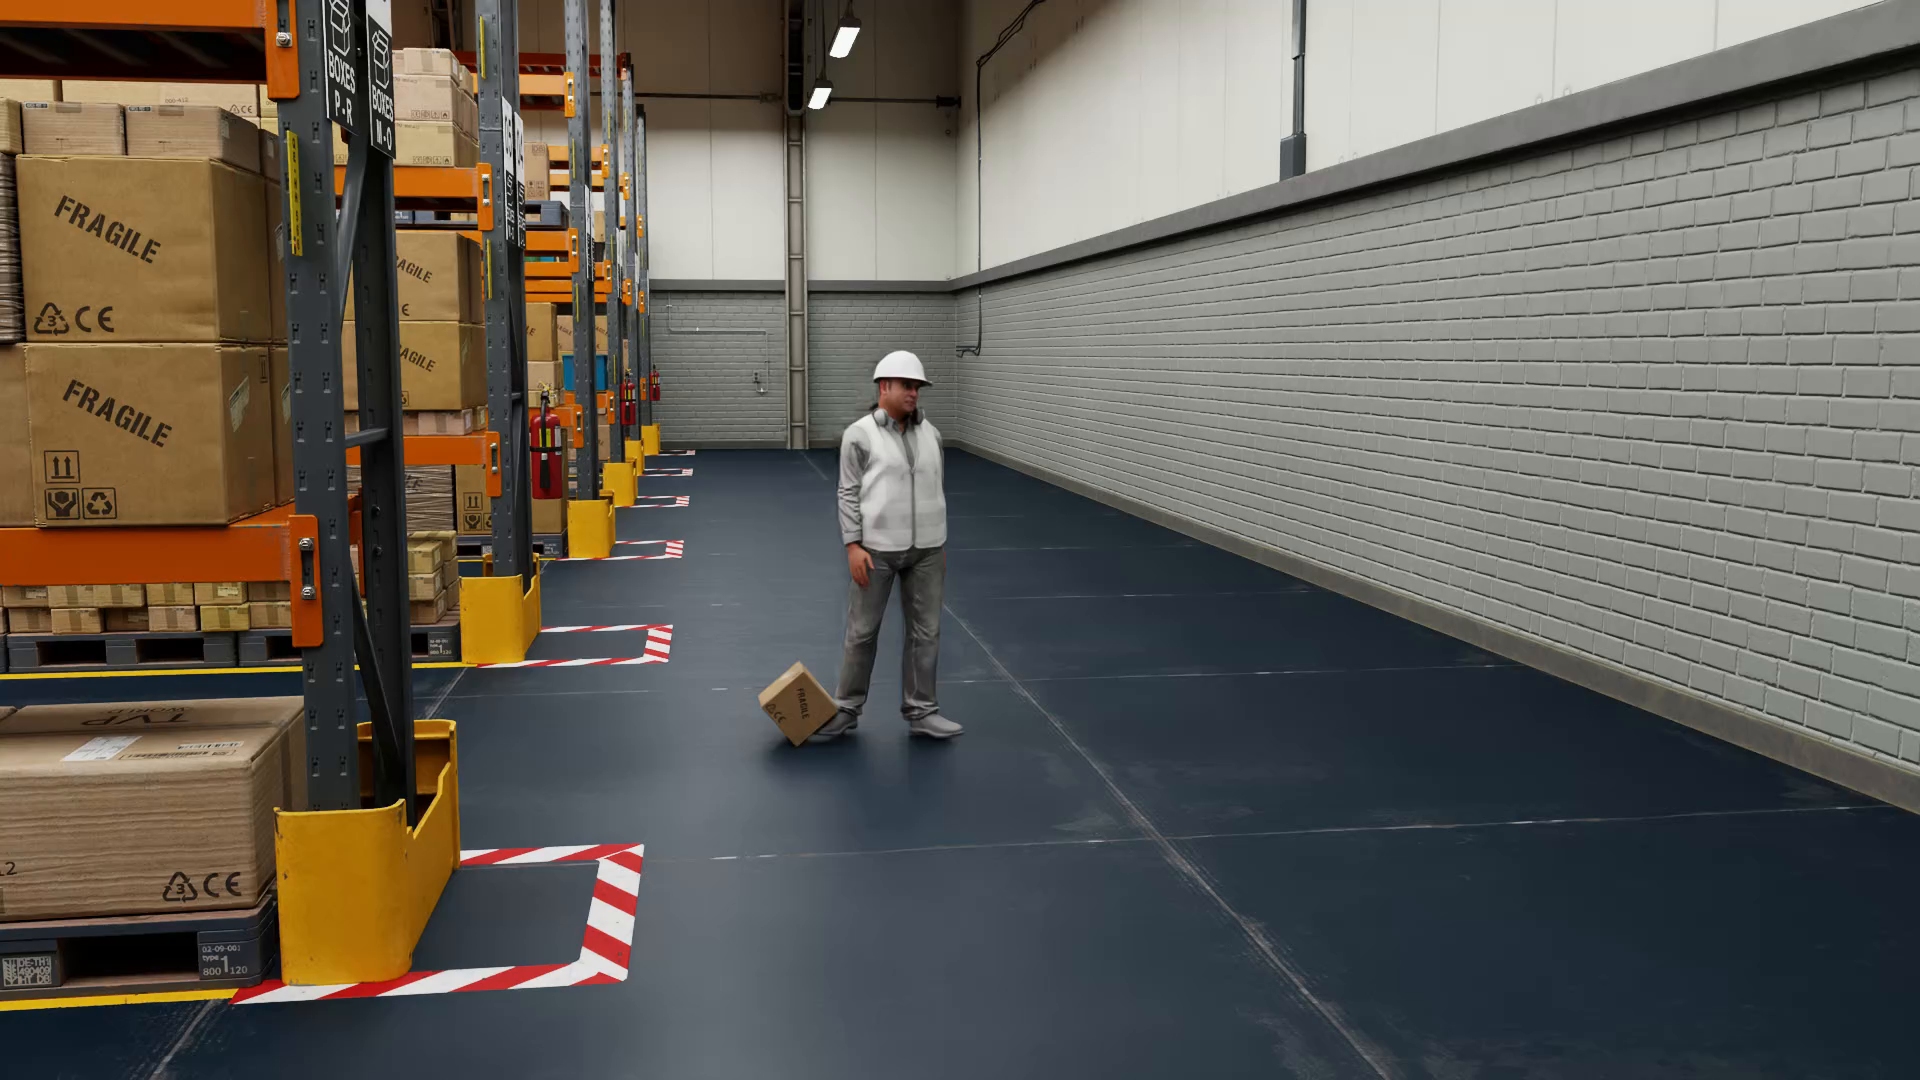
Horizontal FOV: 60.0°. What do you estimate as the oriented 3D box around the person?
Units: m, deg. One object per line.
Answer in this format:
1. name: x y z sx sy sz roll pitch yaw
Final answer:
1. person: -0.350 0.028 7.583 0.652 1.771 0.459 -3 7 -25
